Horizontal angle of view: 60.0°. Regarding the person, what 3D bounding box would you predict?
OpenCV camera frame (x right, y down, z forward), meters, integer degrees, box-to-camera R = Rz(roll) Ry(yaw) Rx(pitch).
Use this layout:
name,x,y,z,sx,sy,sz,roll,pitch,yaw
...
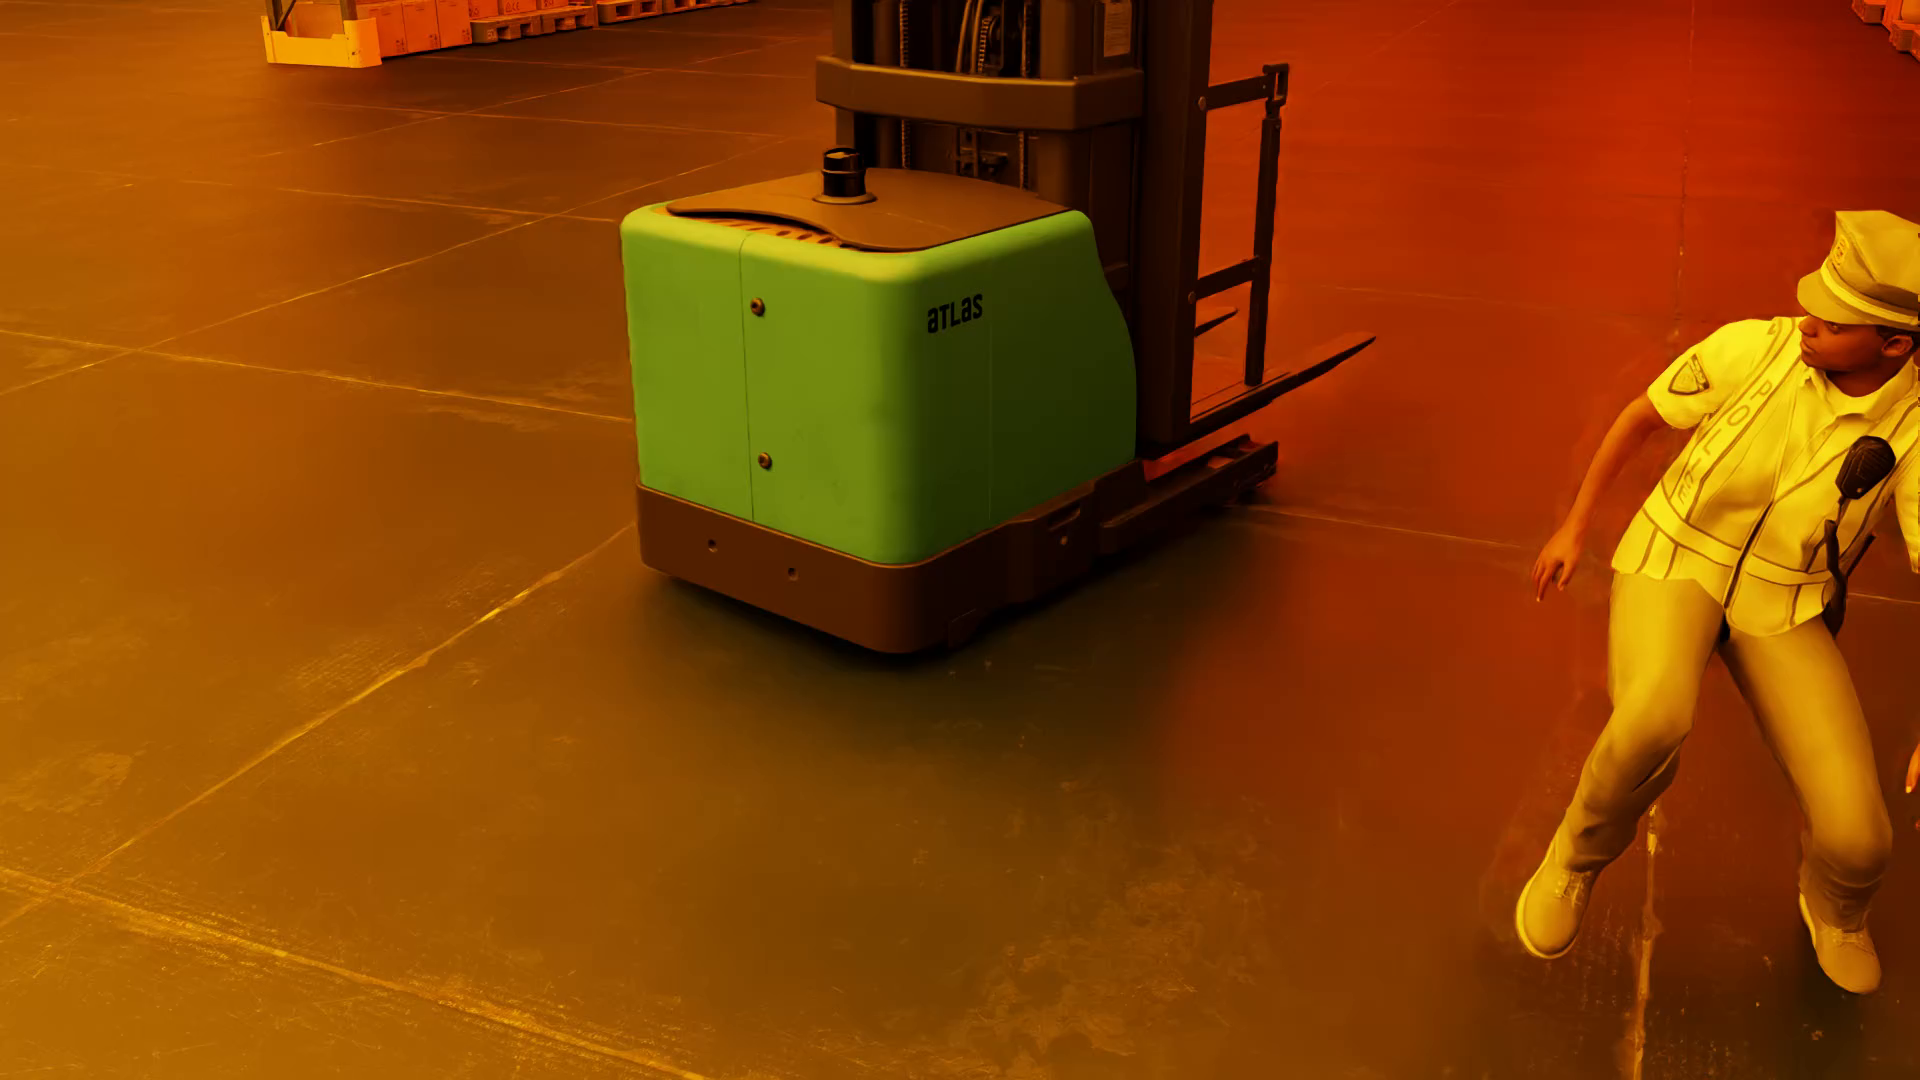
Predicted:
name,x,y,z,sx,sy,sz,roll,pitch,yaw
person,1.394,0.141,2.952,0.722,1.454,0.651,8,24,17

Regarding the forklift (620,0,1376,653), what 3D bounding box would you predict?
name,x,y,z,sx,sy,sz,roll,pitch,yaw
forklift,0.395,-1.562,5.030,1.130,2.935,3.031,17,28,35
